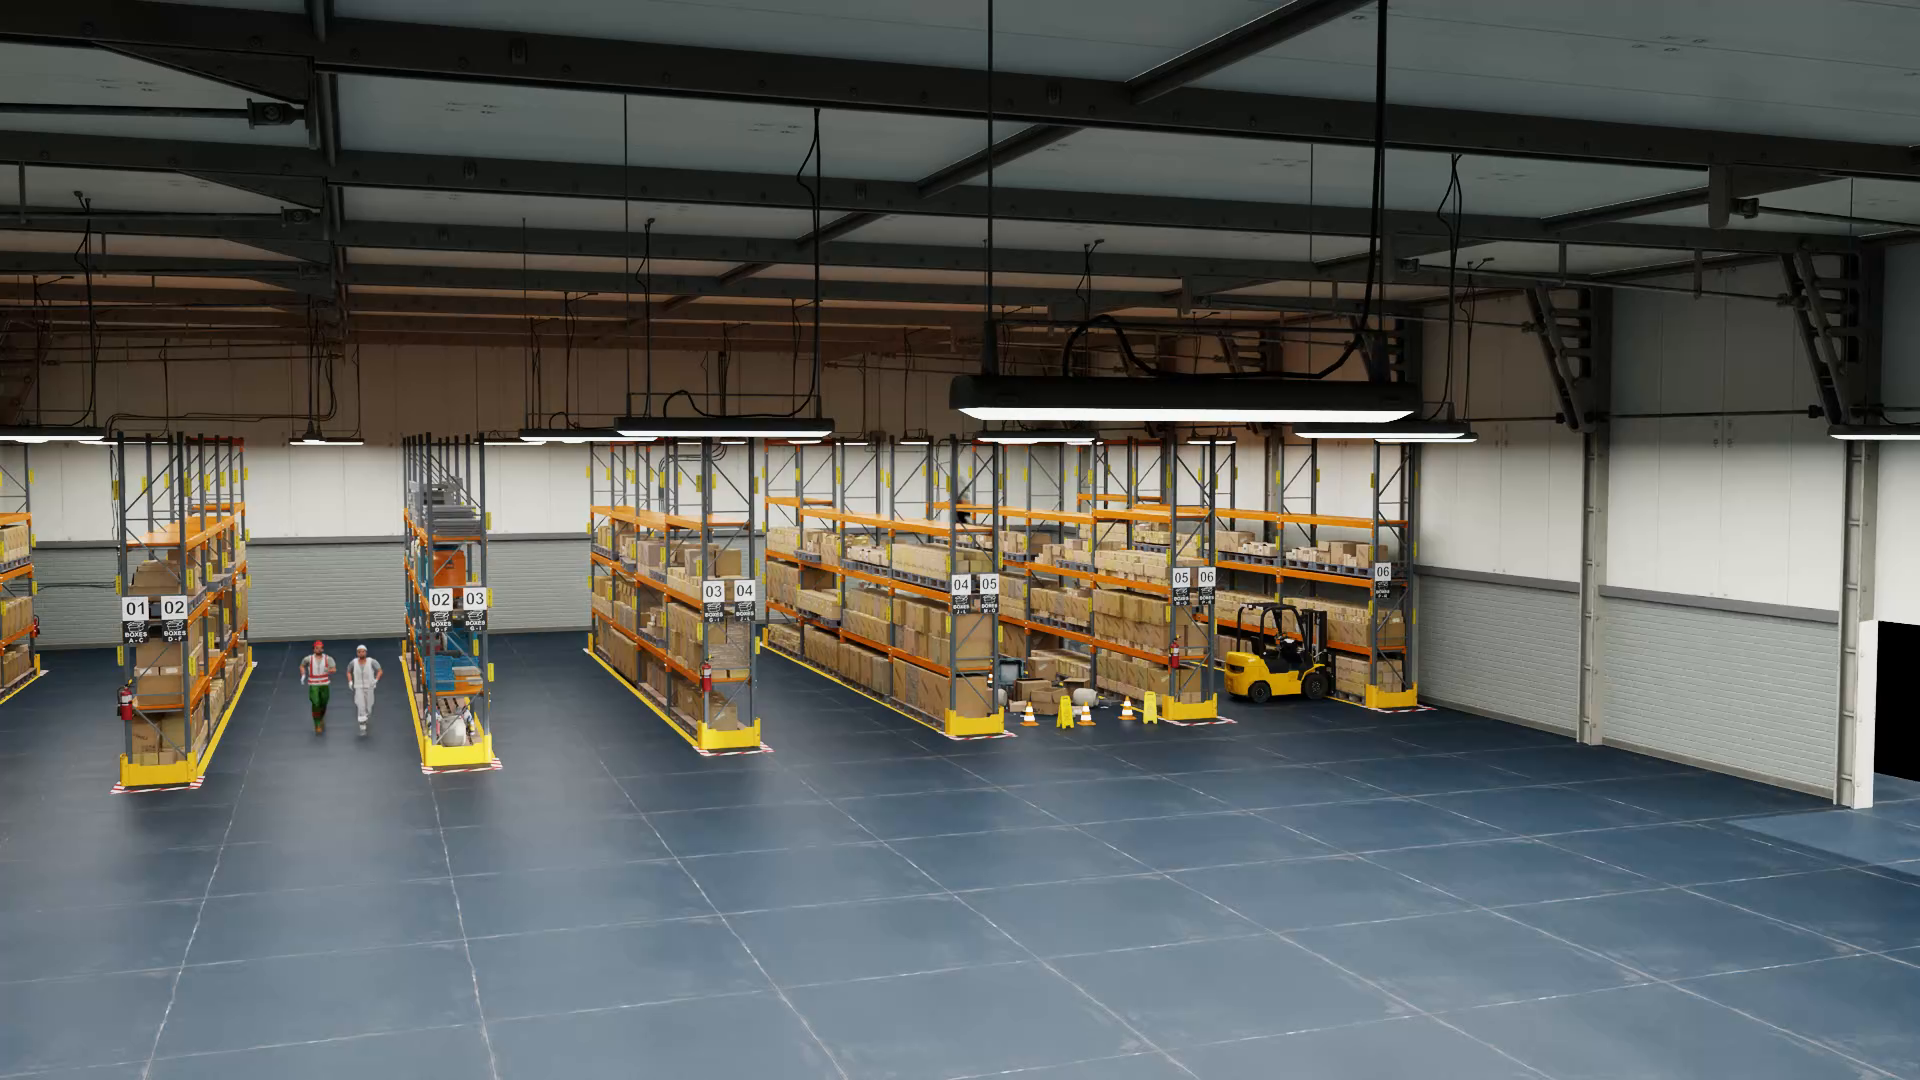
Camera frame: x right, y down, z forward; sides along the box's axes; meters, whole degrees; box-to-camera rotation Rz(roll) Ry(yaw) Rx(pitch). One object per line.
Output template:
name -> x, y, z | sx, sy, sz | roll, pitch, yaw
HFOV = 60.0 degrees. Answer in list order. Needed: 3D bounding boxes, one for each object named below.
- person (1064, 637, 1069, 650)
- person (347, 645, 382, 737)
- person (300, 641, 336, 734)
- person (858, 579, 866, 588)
person -> 2.815, 2.340, 46.286 | 0.589, 1.713, 0.735 | -1, 3, -19
person -> -11.934, 2.991, 33.346 | 0.679, 1.803, 0.798 | -1, 3, -16
person -> -12.942, 2.941, 33.570 | 0.656, 1.810, 0.930 | -2, 4, -31
person -> -2.879, 2.044, 50.703 | 0.771, 1.766, 0.712 | -1, 3, -10
